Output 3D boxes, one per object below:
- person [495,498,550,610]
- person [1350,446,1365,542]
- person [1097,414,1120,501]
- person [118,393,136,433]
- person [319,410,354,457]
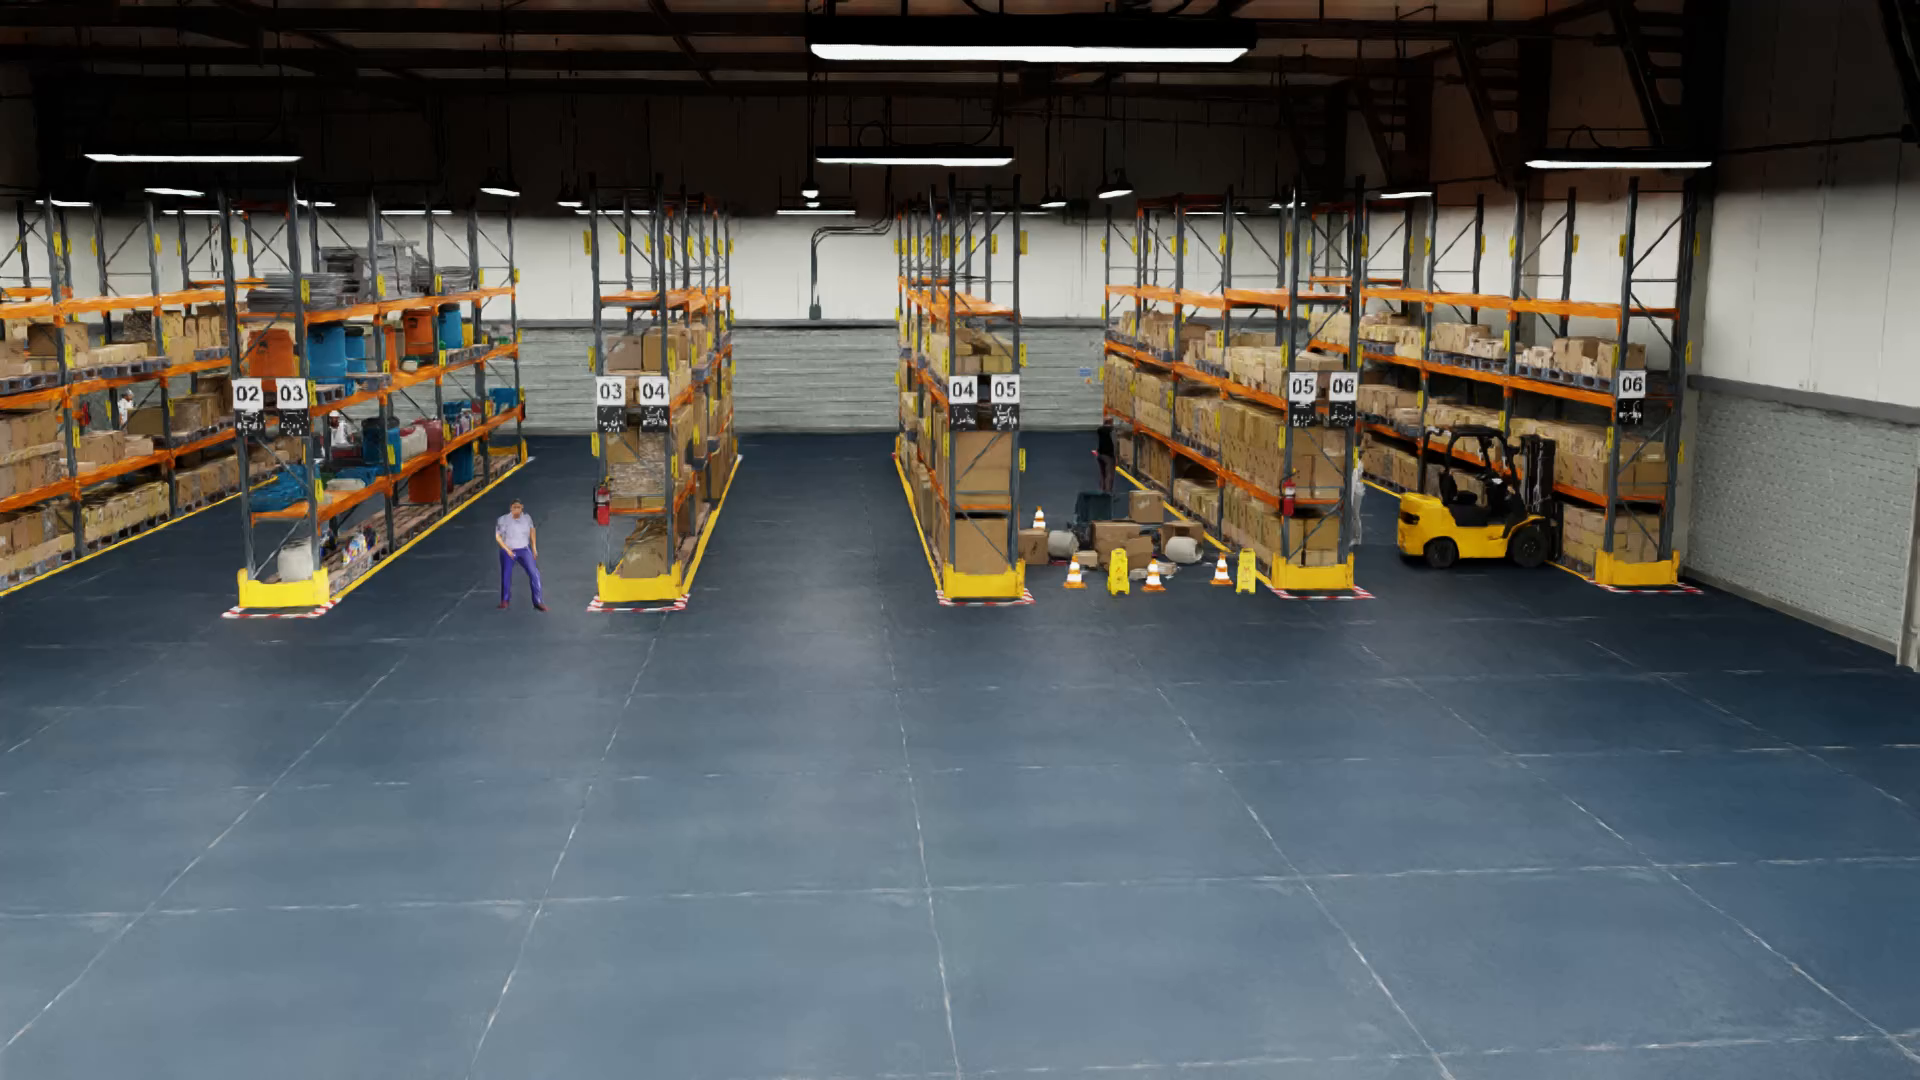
[{"bbox_3d":[-6.127,0.180,23.100,0.662,1.589,0.779,-4,11,-24],"label":"person"},{"bbox_3d":[6.662,-0.791,28.099,0.349,1.603,0.525,5,11,26],"label":"person"},{"bbox_3d":[2.968,-1.650,32.995,0.444,1.725,0.578,-7,12,-35],"label":"person"},{"bbox_3d":[-19.764,-2.741,39.497,0.485,1.650,0.619,4,11,21],"label":"person"},{"bbox_3d":[-12.762,-1.853,34.065,0.702,1.671,0.541,-1,10,-6],"label":"person"}]
